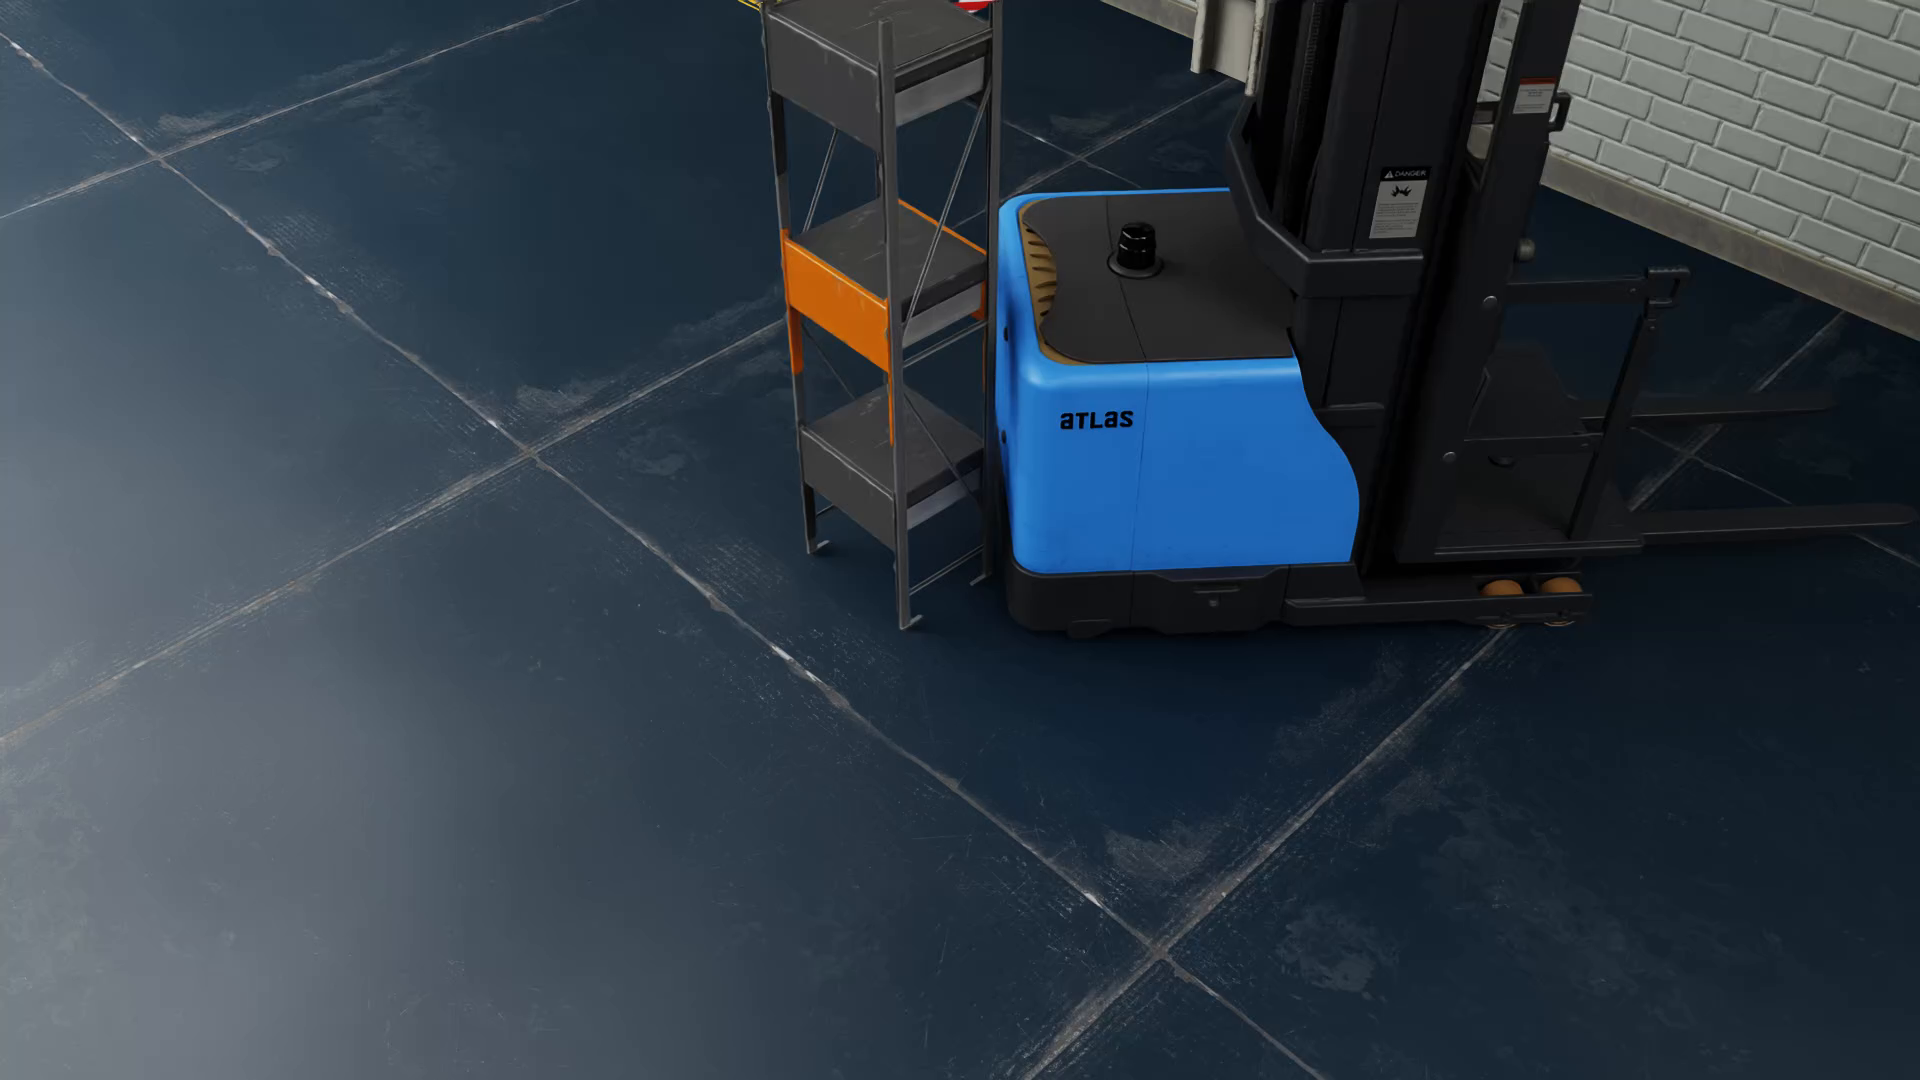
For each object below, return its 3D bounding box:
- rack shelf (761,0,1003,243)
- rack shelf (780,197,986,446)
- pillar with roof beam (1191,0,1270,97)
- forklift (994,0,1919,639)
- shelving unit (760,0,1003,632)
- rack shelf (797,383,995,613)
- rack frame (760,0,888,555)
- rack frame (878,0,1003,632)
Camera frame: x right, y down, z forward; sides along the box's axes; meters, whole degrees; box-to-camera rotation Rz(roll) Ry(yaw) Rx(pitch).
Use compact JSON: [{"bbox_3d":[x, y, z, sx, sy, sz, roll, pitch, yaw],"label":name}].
[{"bbox_3d":[-0.207,-1.194,4.483,0.431,0.518,0.480,-31,51,-29],"label":"rack shelf"},{"bbox_3d":[-0.207,-0.680,4.958,0.431,0.518,0.480,-31,51,-29],"label":"rack shelf"},{"bbox_3d":[-1.655,-3.562,2.974,9.100,9.000,0.400,-34,53,-31],"label":"pillar with roof beam"},{"bbox_3d":[1.644,-1.144,4.828,3.031,2.935,1.130,-2,43,-3],"label":"forklift"},{"bbox_3d":[-0.207,-0.690,4.949,0.431,2.100,0.503,-31,51,-29],"label":"shelving unit"},{"bbox_3d":[-0.207,-0.165,5.433,0.431,0.518,0.480,-31,51,-29],"label":"rack shelf"},{"bbox_3d":[-0.371,-0.813,5.082,0.400,2.100,0.015,-31,51,-29],"label":"rack frame"},{"bbox_3d":[-0.044,-0.567,4.816,0.400,2.100,0.015,-31,51,-29],"label":"rack frame"}]
